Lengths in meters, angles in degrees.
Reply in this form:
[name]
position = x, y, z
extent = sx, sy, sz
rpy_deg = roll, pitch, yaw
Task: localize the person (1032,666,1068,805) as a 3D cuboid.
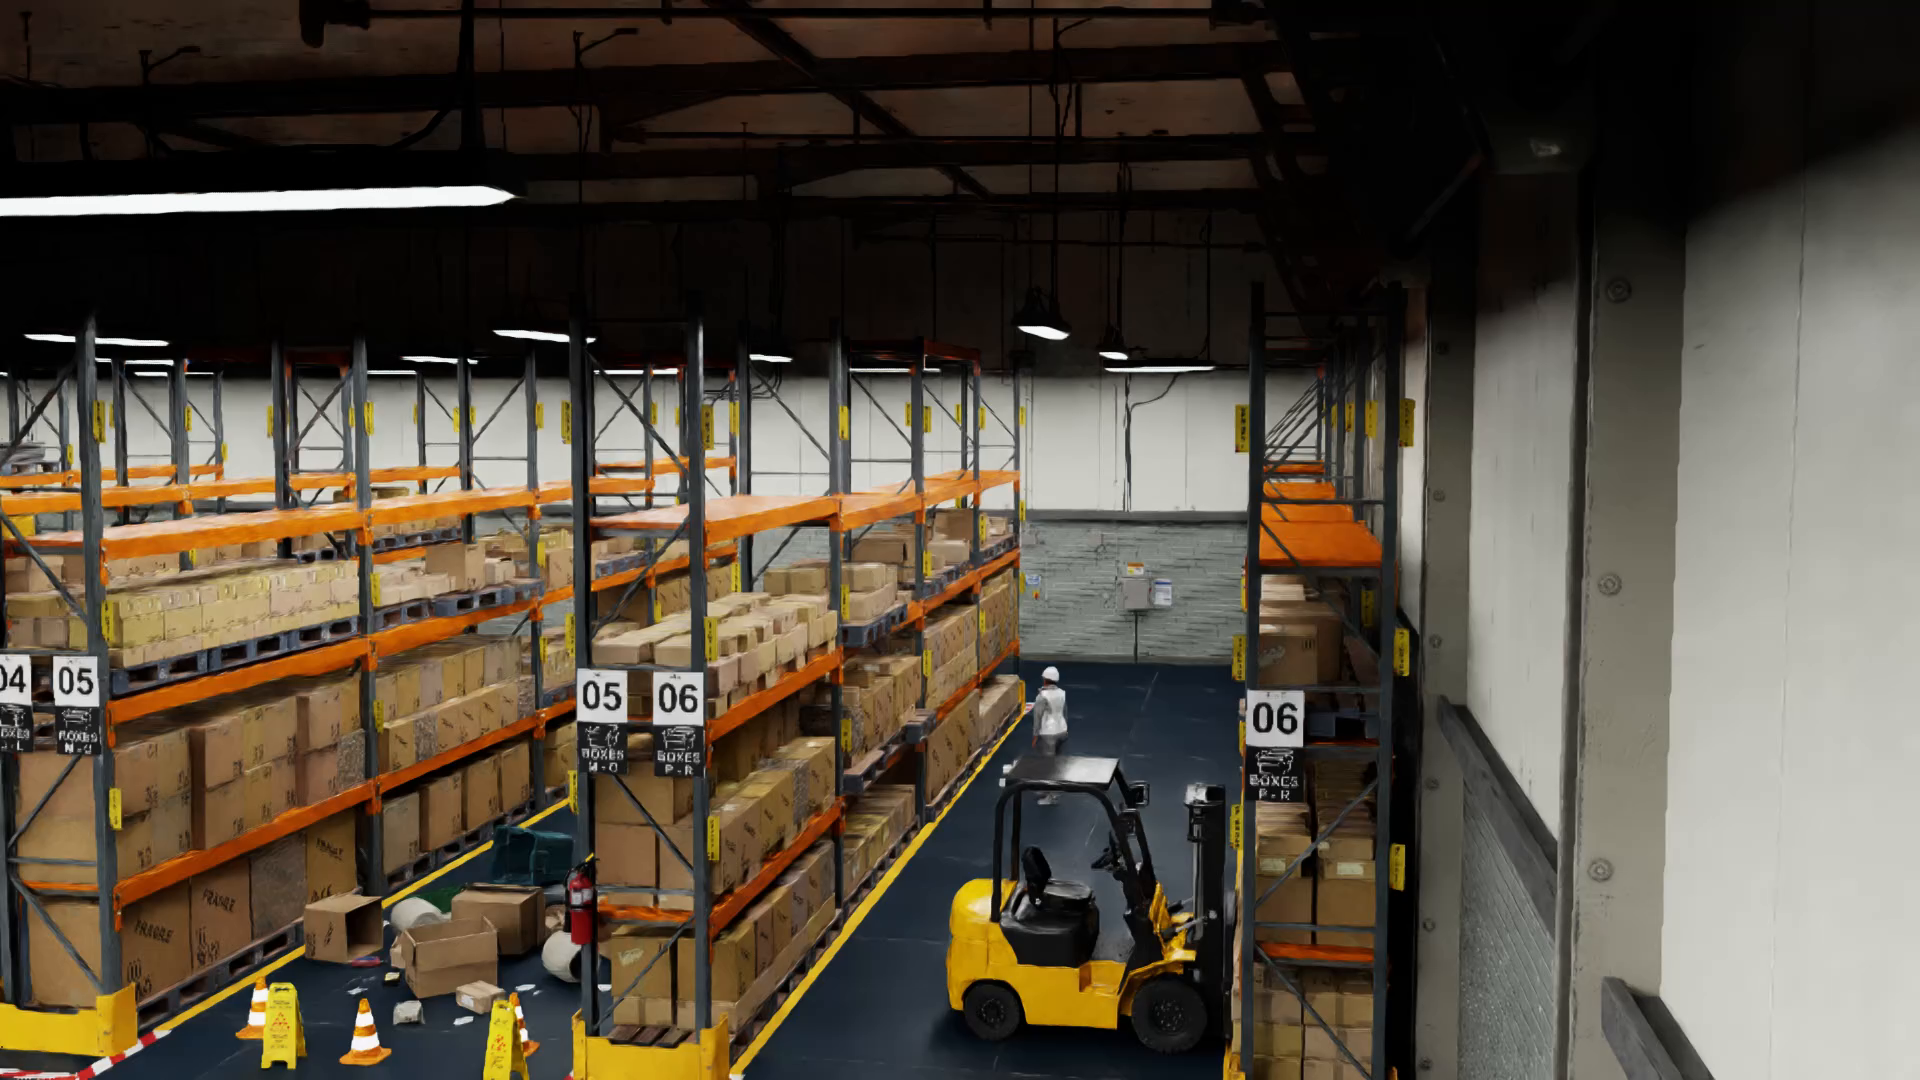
[person]
position = 1.156, 2.524, 21.699
extent = 0.569, 1.766, 0.628
rpy_deg = 4, 6, 41
